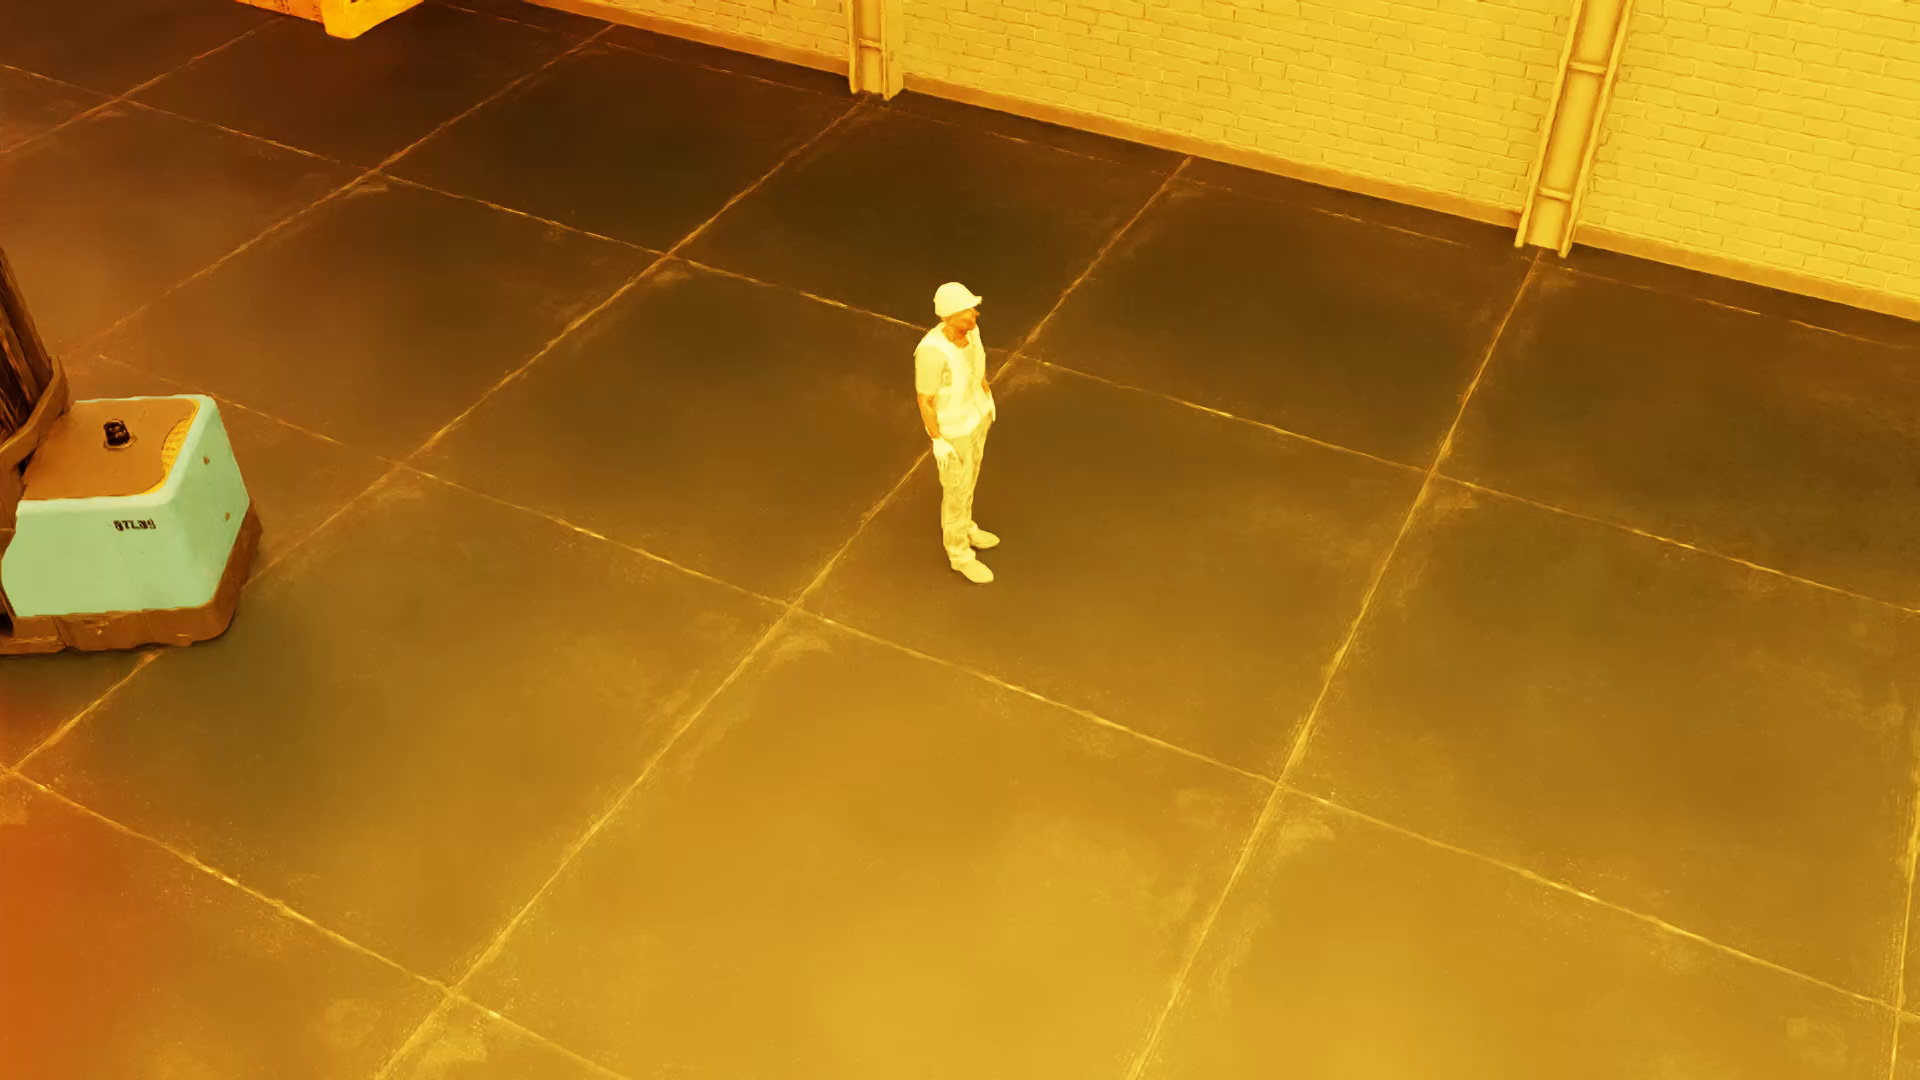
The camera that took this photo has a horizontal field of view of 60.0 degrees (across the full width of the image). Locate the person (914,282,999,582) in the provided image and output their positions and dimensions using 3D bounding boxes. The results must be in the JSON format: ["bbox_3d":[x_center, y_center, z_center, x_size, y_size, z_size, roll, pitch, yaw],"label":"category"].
[{"bbox_3d":[0.060,-0.661,9.652,0.576,1.782,0.655,18,43,21],"label":"person"}]

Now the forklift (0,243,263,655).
[{"bbox_3d":[-5.754,-0.761,8.890,3.031,2.935,1.130,-3,40,-4],"label":"forklift"}]
